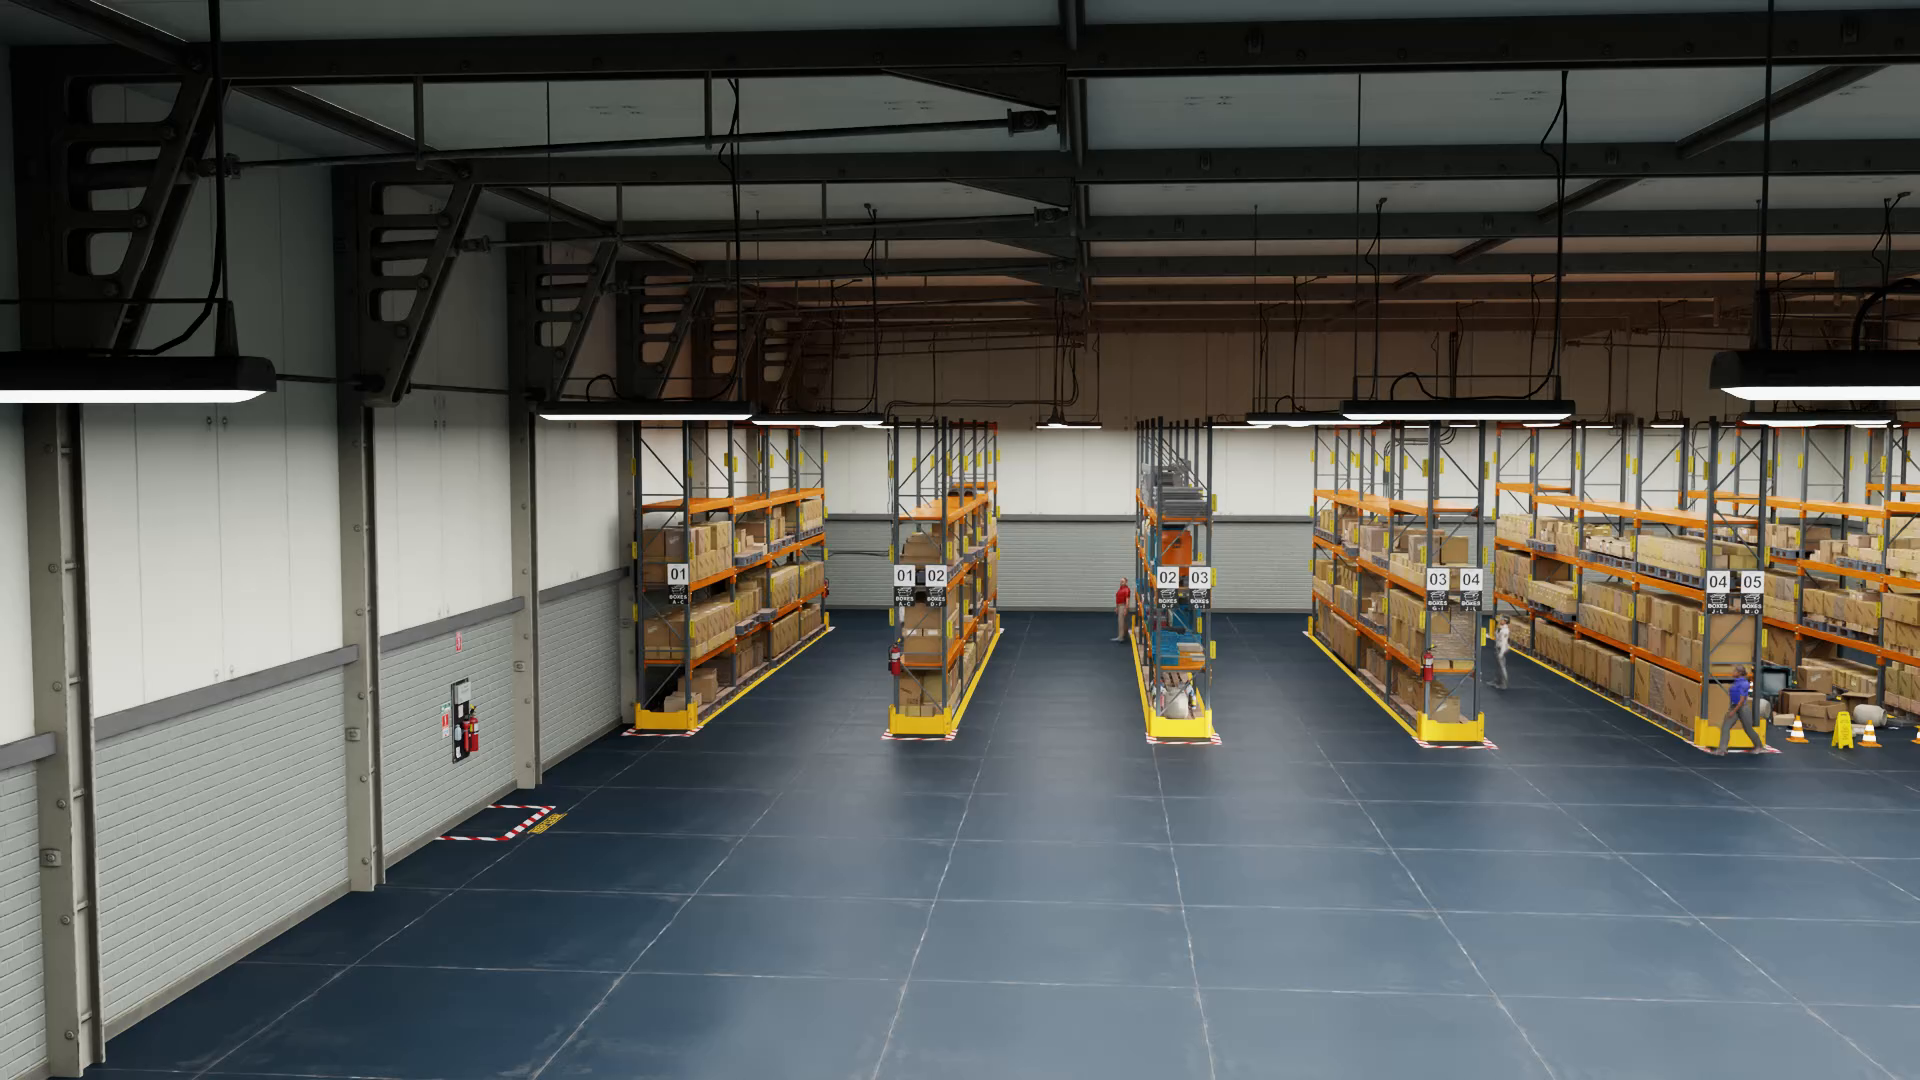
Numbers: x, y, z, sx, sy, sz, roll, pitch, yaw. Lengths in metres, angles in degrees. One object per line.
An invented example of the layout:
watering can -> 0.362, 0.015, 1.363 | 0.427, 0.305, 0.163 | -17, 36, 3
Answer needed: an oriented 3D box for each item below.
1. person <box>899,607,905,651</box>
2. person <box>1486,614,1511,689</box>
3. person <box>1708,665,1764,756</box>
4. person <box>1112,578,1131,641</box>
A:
person -> -1.427, 2.104, 42.596 | 0.499, 1.592, 0.928 | 1, 4, 11
person -> 11.999, 2.463, 37.091 | 0.571, 1.680, 0.524 | 2, 4, 28
person -> 13.691, 2.997, 29.235 | 1.003, 1.612, 0.403 | -1, 4, -20
person -> 4.395, 1.892, 45.550 | 0.516, 1.720, 0.562 | 0, 4, -3
